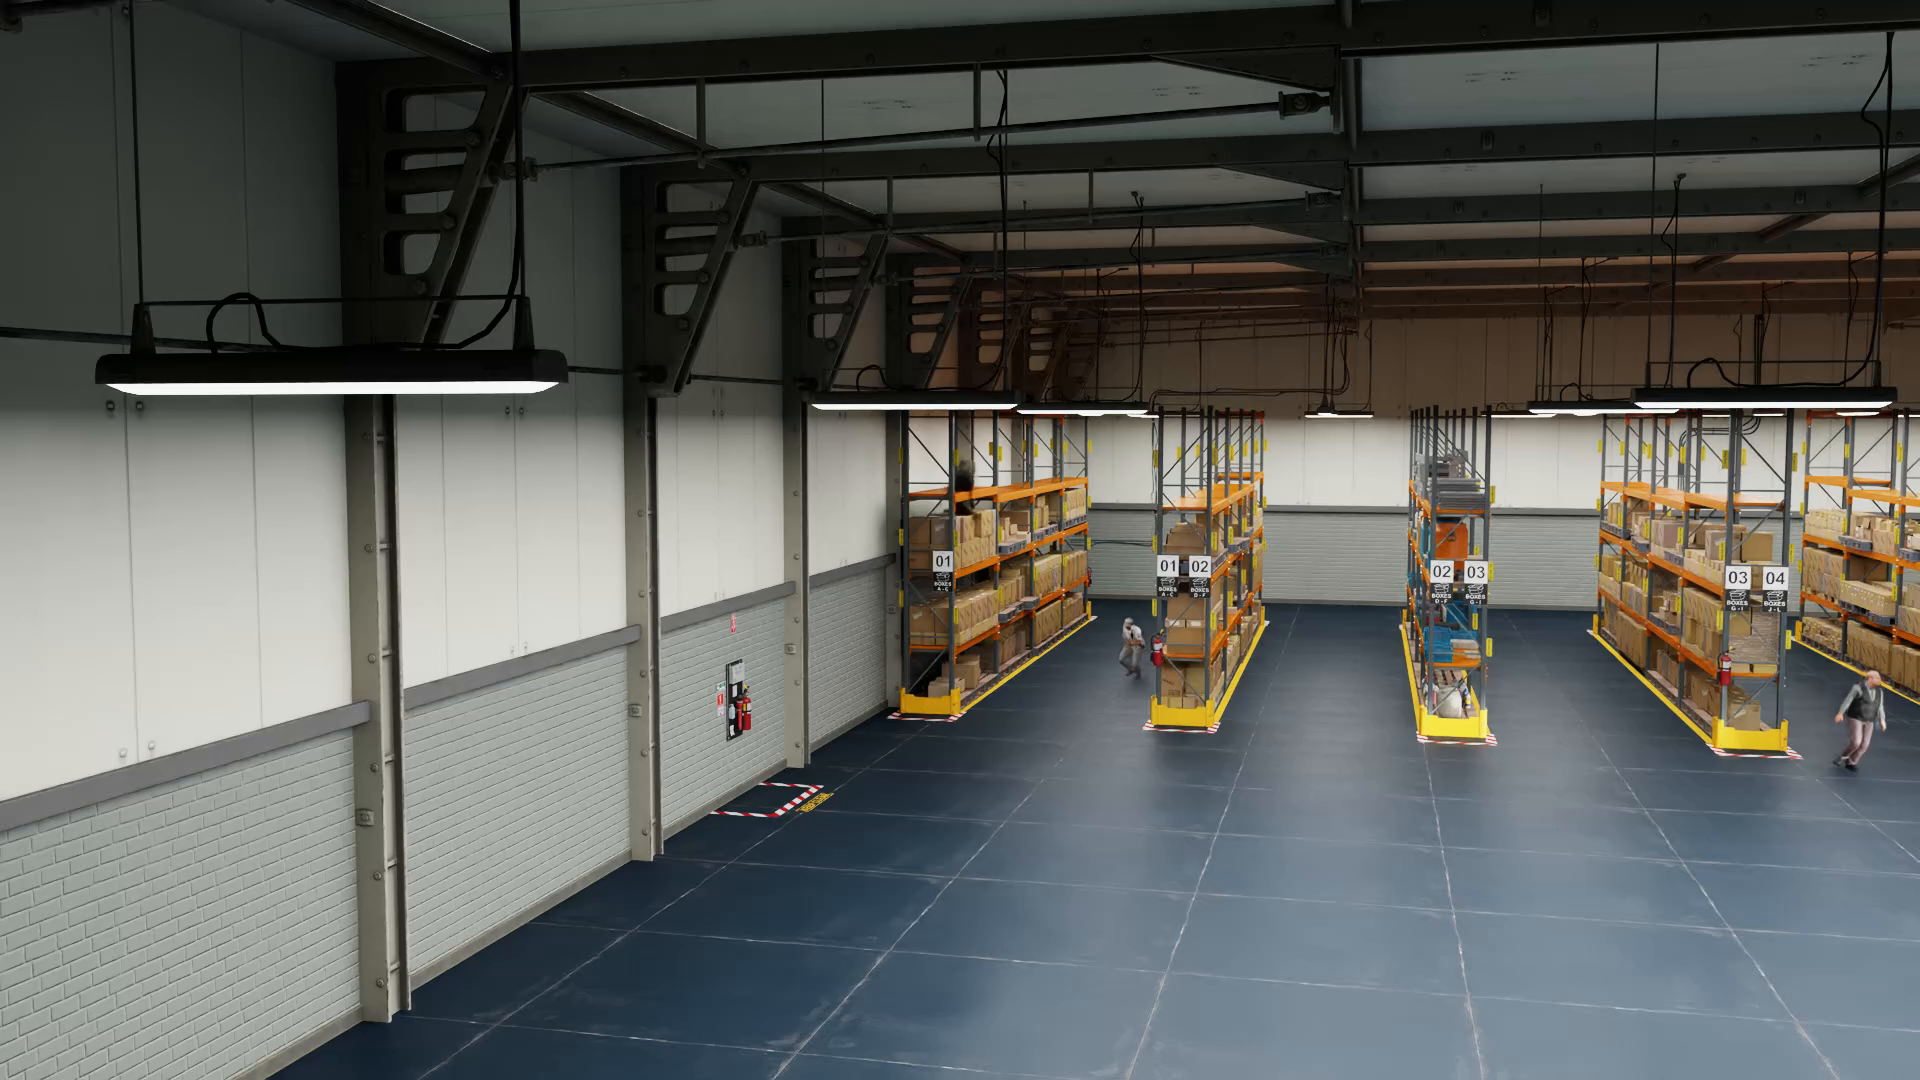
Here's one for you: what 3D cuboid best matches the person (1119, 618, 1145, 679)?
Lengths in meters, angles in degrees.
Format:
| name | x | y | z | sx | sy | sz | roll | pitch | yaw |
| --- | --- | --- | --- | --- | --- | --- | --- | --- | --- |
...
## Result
| name | x | y | z | sx | sy | sz | roll | pitch | yaw |
| --- | --- | --- | --- | --- | --- | --- | --- | --- | --- |
| person | 3.774 | 2.385 | 36.605 | 0.652 | 1.415 | 0.932 | 3 | 5 | 39 |

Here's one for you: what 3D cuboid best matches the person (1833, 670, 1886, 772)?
| name | x | y | z | sx | sy | sz | roll | pitch | yaw |
| --- | --- | --- | --- | --- | --- | --- | --- | --- | --- |
| person | 14.675 | 2.950 | 27.118 | 0.691 | 1.697 | 0.541 | -1 | 4 | -11 |
